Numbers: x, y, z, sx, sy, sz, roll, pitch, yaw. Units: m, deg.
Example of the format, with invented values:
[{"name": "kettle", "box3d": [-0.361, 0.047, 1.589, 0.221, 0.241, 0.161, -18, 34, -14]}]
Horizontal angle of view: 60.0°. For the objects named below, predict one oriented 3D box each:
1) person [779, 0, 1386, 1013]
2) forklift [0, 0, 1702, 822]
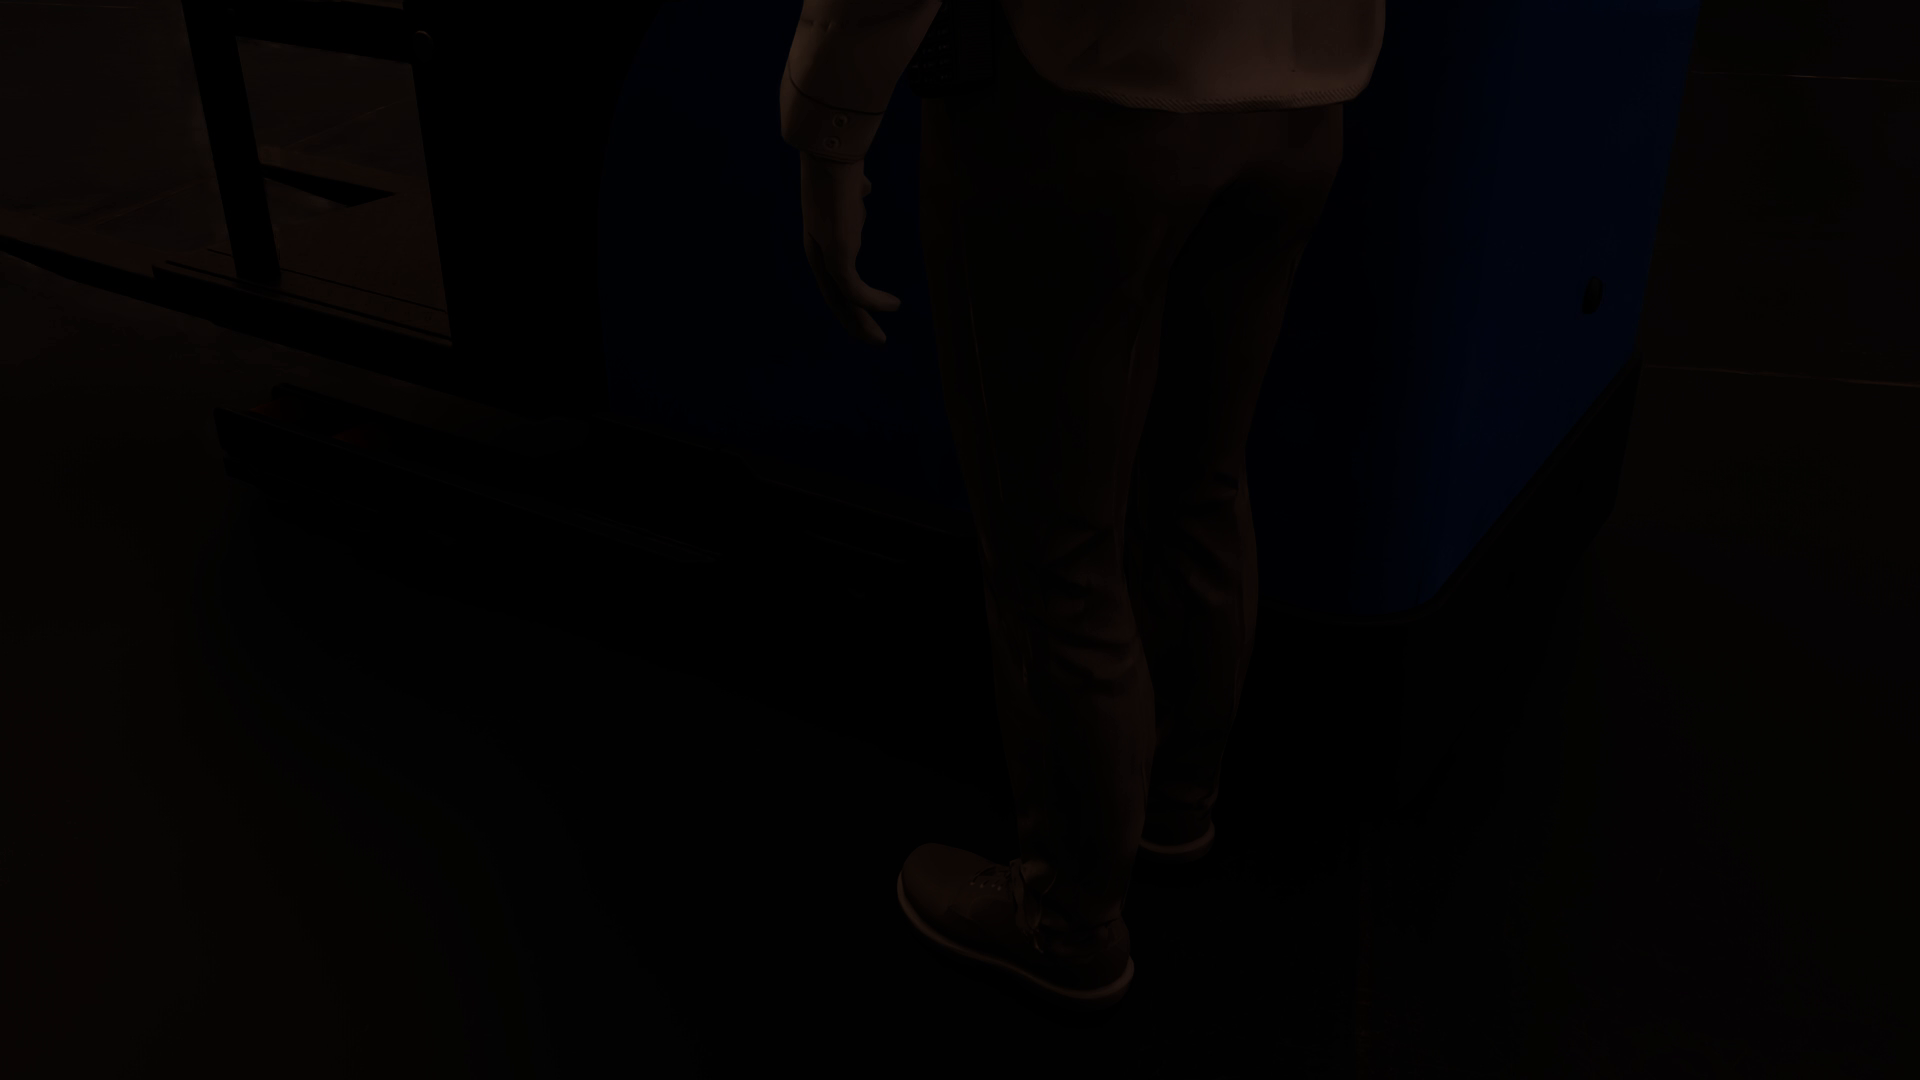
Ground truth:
[{"name": "person", "box3d": [0.088, -0.354, 1.314, 0.587, 1.697, 0.507, -21, 33, -35]}, {"name": "forklift", "box3d": [-0.549, -1.498, 2.216, 3.031, 2.935, 1.130, 16, 31, 29]}]
